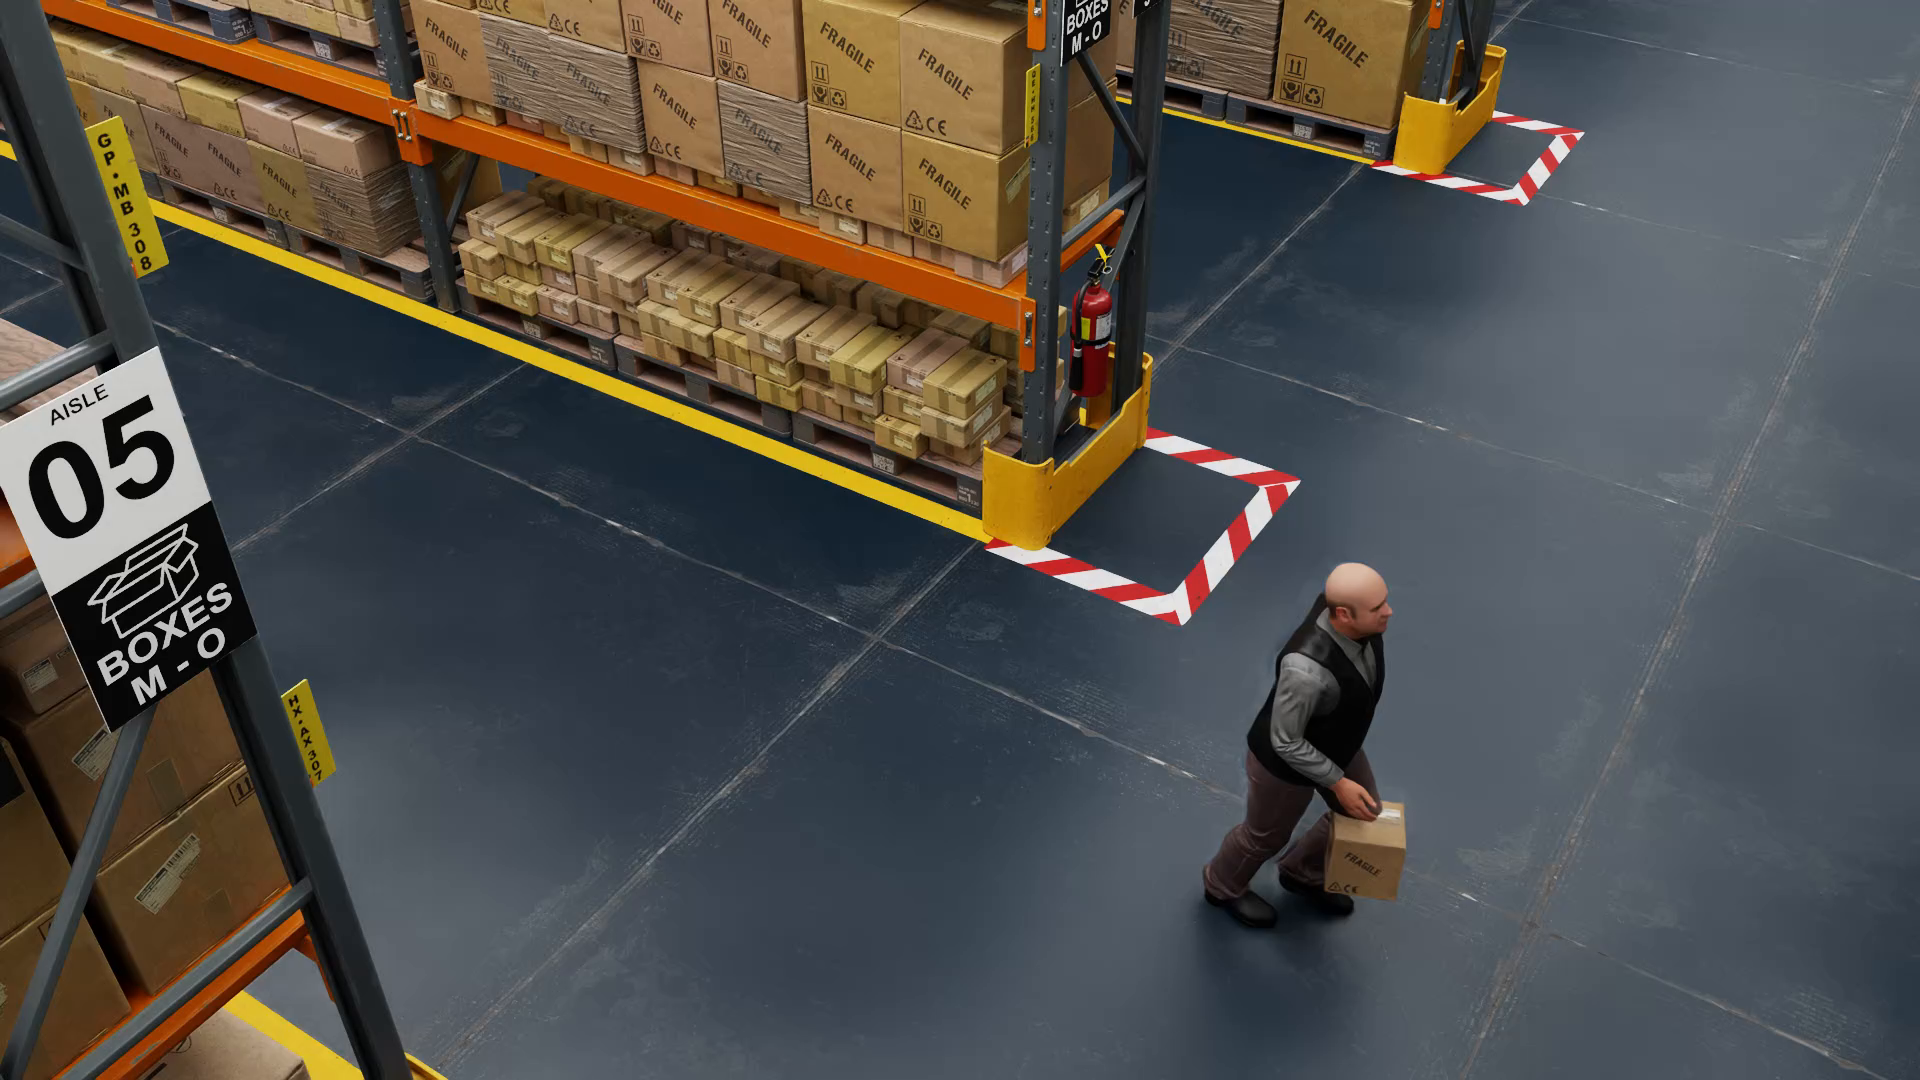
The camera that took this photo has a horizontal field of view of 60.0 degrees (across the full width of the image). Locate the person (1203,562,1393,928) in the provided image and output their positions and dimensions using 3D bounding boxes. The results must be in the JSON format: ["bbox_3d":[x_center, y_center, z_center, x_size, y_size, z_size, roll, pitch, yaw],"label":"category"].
[{"bbox_3d":[1.232,0.737,5.781,0.637,1.697,0.658,24,44,27],"label":"person"}]
